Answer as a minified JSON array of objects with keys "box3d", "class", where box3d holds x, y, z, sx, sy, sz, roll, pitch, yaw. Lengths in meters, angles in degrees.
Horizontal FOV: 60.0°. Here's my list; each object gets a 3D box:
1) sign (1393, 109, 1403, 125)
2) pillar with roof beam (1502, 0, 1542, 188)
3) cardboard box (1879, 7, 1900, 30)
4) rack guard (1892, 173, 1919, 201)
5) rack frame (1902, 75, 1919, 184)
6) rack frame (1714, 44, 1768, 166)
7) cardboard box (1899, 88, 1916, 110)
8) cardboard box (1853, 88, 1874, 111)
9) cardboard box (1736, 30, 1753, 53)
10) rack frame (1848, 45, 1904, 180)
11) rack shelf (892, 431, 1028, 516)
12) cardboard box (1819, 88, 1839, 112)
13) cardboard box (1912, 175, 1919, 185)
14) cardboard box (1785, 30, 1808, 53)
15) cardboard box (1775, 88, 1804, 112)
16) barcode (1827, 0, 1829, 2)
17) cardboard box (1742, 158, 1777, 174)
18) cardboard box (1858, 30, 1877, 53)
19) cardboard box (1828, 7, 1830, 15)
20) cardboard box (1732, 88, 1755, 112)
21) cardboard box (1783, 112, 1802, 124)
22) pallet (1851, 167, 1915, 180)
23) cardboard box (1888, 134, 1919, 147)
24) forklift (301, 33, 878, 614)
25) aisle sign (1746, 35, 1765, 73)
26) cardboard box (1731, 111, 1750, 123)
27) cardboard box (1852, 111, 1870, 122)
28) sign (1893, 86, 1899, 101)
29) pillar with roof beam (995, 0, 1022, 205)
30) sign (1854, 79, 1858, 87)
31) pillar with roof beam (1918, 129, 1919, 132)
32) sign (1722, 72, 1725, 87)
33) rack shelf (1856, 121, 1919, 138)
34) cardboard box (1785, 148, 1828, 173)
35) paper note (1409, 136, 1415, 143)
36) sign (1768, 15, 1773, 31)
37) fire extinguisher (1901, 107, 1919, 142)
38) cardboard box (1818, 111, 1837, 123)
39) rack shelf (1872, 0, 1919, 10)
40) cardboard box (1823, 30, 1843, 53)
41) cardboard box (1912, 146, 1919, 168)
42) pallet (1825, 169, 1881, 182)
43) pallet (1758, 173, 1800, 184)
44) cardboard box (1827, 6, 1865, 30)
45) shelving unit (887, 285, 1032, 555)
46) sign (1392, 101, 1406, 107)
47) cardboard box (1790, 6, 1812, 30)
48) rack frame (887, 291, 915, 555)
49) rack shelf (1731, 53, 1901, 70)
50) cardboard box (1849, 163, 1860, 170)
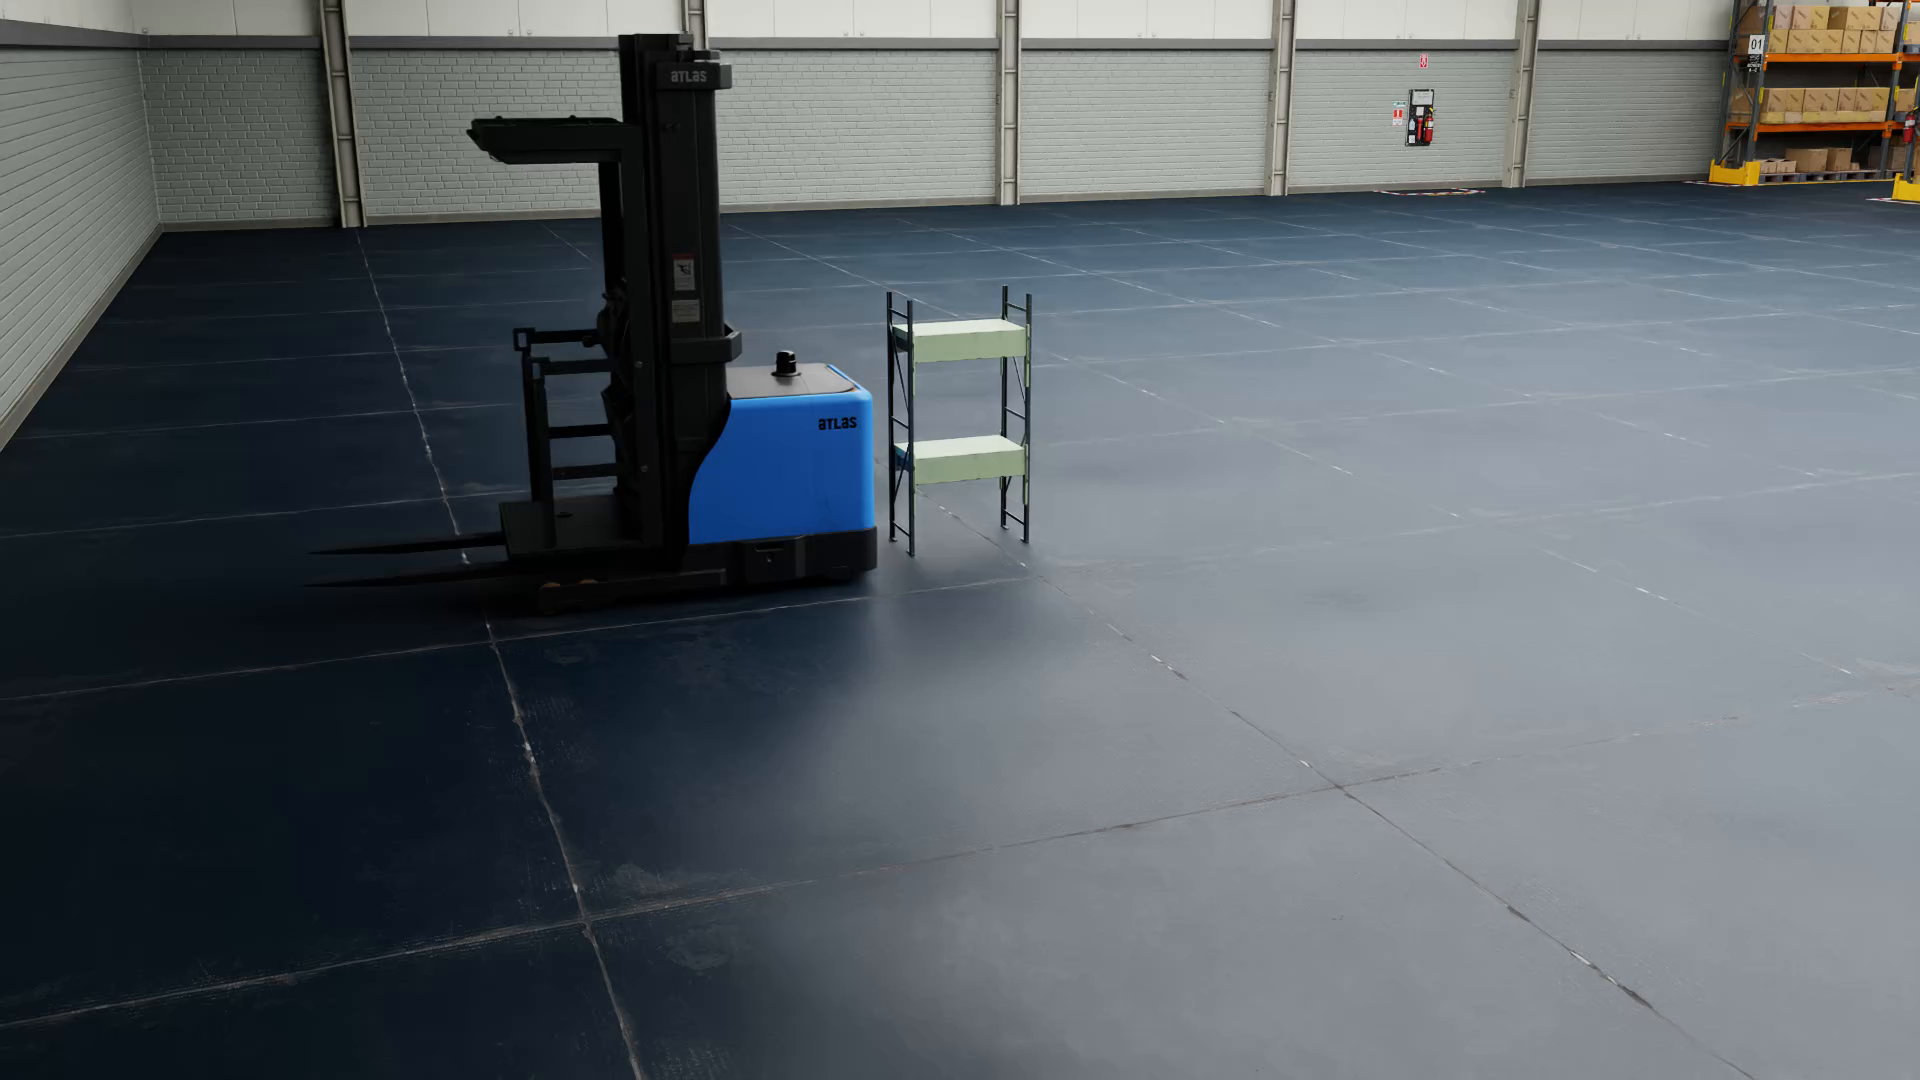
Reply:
[{"box3d":[9.252,-8.935,35.138,0.234,0.329,0.001,-6,17,-20],"class":"sign"},{"box3d":[13.667,-10.932,31.352,0.400,9.000,9.100,-6,17,-20],"class":"pillar with roof beam"},{"box3d":[20.750,-11.750,37.477,0.500,0.500,0.500,-8,18,-25],"class":"cardboard box"},{"box3d":[19.139,-6.988,33.006,0.348,0.500,1.175,-6,17,-20],"class":"rack guard"},{"box3d":[19.161,-8.190,32.662,0.127,3.000,1.000,-6,17,-20],"class":"rack frame"},{"box3d":[17.385,-9.492,37.099,0.127,3.000,1.000,-6,17,-20],"class":"rack frame"},{"box3d":[22.132,-10.252,38.726,0.500,0.500,0.700,-4,17,-14],"class":"cardboard box"},{"box3d":[20.326,-10.012,37.770,0.500,0.500,0.500,-6,17,-20],"class":"cardboard box"},{"box3d":[17.684,-11.098,37.030,0.500,0.500,0.500,-5,17,-16],"class":"cardboard box"},{"box3d":[21.120,-9.896,38.473,0.127,3.000,1.000,-6,17,-20],"class":"rack frame"},{"box3d":[-0.006,-0.406,9.976,0.720,0.370,0.431,-6,17,-20],"class":"rack shelf"},{"box3d":[19.366,-9.912,37.427,0.500,0.500,0.500,-6,17,-18],"class":"cardboard box"},{"box3d":[19.556,-7.204,33.440,0.500,0.250,0.500,-6,17,-20],"class":"cardboard box"},{"box3d":[18.301,-11.002,36.703,0.500,0.500,0.500,-5,17,-16],"class":"cardboard box"},{"box3d":[18.404,-9.806,37.068,0.500,0.500,0.500,-6,17,-20],"class":"cardboard box"},{"box3d":[19.669,-12.219,37.691,0.075,0.075,0.001,-6,17,-20],"class":"barcode"},{"box3d":[18.064,-8.460,37.573,0.500,0.311,0.500,-8,18,-26],"class":"cardboard box"},{"box3d":[20.261,-11.229,37.476,0.500,0.500,0.500,-8,18,-25],"class":"cardboard box"},{"box3d":[19.141,-11.732,37.414,0.500,0.500,0.500,-6,17,-20],"class":"cardboard box"},{"box3d":[17.749,-9.893,37.364,0.500,0.500,0.500,-6,18,-21],"class":"cardboard box"},{"box3d":[18.434,-9.452,37.192,0.500,0.250,0.500,-7,18,-22],"class":"cardboard box"},{"box3d":[21.847,-8.637,39.134,1.213,0.211,1.003,-6,17,-20],"class":"pallet"},{"box3d":[22.212,-9.391,39.079,0.500,0.250,0.500,-7,18,-21],"class":"cardboard box"},{"box3d":[-2.039,-1.181,8.918,3.031,2.935,1.130,-5,17,-17],"class":"forklift"},{"box3d":[17.425,-10.654,36.440,0.004,0.787,0.394,-6,17,-20],"class":"aisle sign"},{"box3d":[17.752,-9.528,37.452,0.500,0.250,0.500,-6,17,-19],"class":"cardboard box"},{"box3d":[20.318,-9.658,37.893,0.500,0.250,0.500,-6,17,-20],"class":"cardboard box"},{"box3d":[21.322,-10.169,37.867,0.005,0.325,0.100,-6,17,-20],"class":"sign"},{"box3d":[2.462,-9.722,27.233,0.400,9.000,9.100,-6,17,-20],"class":"pillar with roof beam"},{"box3d":[20.919,-10.597,38.806,0.005,0.325,0.100,-6,17,-20],"class":"sign"},{"box3d":[24.873,-12.141,35.472,0.400,9.000,9.100,-6,17,-20],"class":"pillar with roof beam"},{"box3d":[17.205,-10.348,37.396,0.005,0.325,0.100,-6,17,-20],"class":"sign"},{"box3d":[22.988,-9.752,39.261,4.000,0.370,1.077,-6,17,-20],"class":"rack shelf"},{"box3d":[19.299,-8.669,37.949,0.500,0.500,0.700,-7,18,-24],"class":"cardboard box"},{"box3d":[9.615,-8.524,35.366,0.142,0.148,0.016,-6,17,-20],"class":"paper note"},{"box3d":[17.580,-11.208,36.068,0.005,0.325,0.100,-6,17,-20],"class":"sign"},{"box3d":[18.885,-8.263,33.049,0.183,0.674,0.296,-6,17,-20],"class":"fire extinguisher"},{"box3d":[19.385,-9.552,37.533,0.500,0.250,0.500,-6,17,-20],"class":"cardboard box"},{"box3d":[22.988,-12.439,38.472,4.000,0.370,1.077,-6,17,-20],"class":"rack shelf"},{"box3d":[19.277,-11.115,37.088,0.500,0.500,0.500,-5,17,-17],"class":"cardboard box"},{"box3d":[22.266,-9.051,39.253,0.500,0.500,0.700,-7,18,-21],"class":"cardboard box"},{"box3d":[20.506,-8.481,38.603,1.213,0.211,1.003,-6,17,-20],"class":"pallet"},{"box3d":[18.228,-8.235,37.766,1.213,0.211,1.003,-6,17,-20],"class":"pallet"},{"box3d":[19.758,-11.637,37.091,0.500,0.500,0.500,-7,18,-22],"class":"cardboard box"},{"box3d":[-0.006,-0.719,9.885,0.755,1.500,0.431,-6,17,-20],"class":"shelving unit"},{"box3d":[9.260,-9.188,35.057,0.331,0.109,0.001,-6,17,-20],"class":"sign"},{"box3d":[18.318,-11.481,36.561,0.500,0.500,0.500,-6,18,-21],"class":"cardboard box"},{"box3d":[-0.348,-0.682,9.759,0.023,1.500,0.400,-6,17,-20],"class":"rack frame"},{"box3d":[19.253,-10.788,37.465,4.000,0.370,1.077,-6,17,-20],"class":"rack shelf"},{"box3d":[20.632,-8.686,38.599,0.250,0.166,0.380,-9,18,-27],"class":"cardboard box"}]
